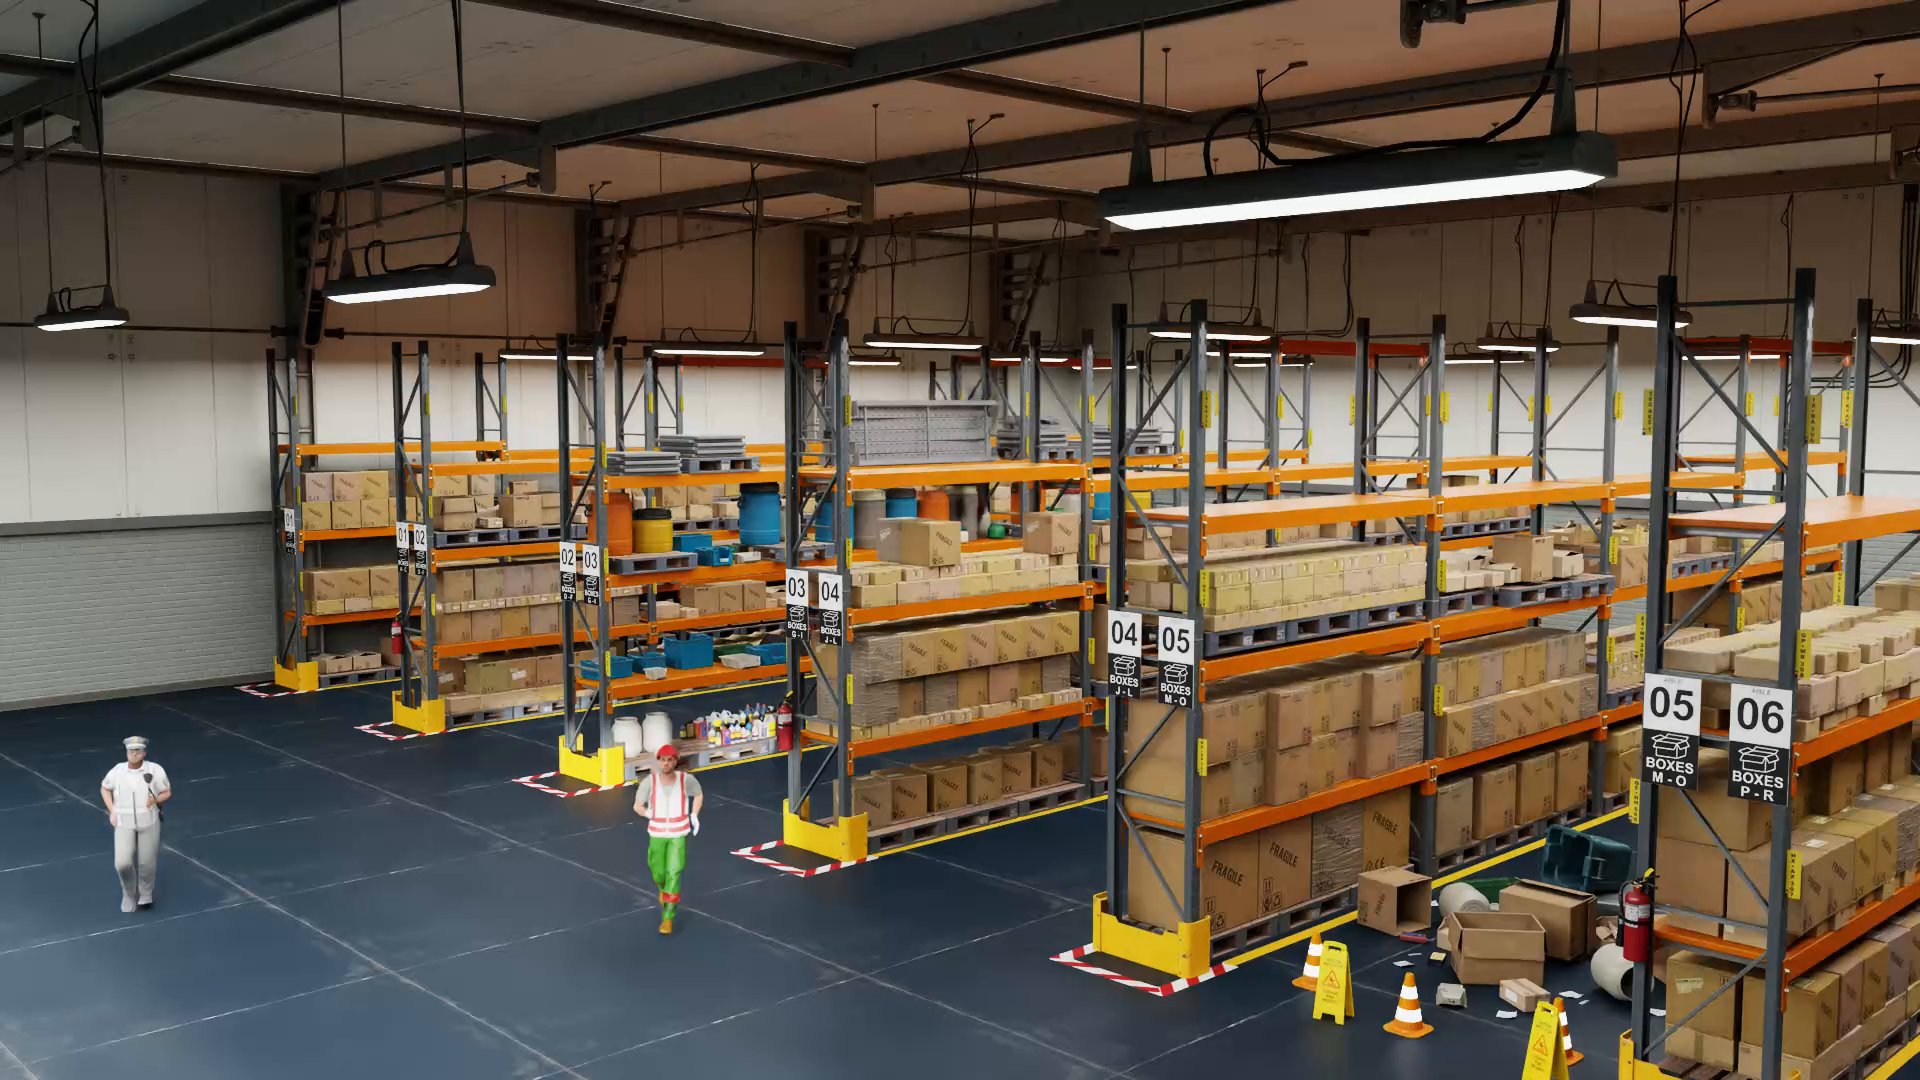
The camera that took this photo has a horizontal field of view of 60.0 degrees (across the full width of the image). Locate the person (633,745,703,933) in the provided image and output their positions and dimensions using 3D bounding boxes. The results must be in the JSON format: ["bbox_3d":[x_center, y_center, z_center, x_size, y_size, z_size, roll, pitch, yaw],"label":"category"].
[{"bbox_3d":[-2.849,2.867,16.235,0.657,1.769,0.899,0,5,-5],"label":"person"}]

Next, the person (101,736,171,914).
[{"bbox_3d":[-8.236,2.865,16.629,0.645,1.791,0.660,-2,5,-23],"label":"person"}]
